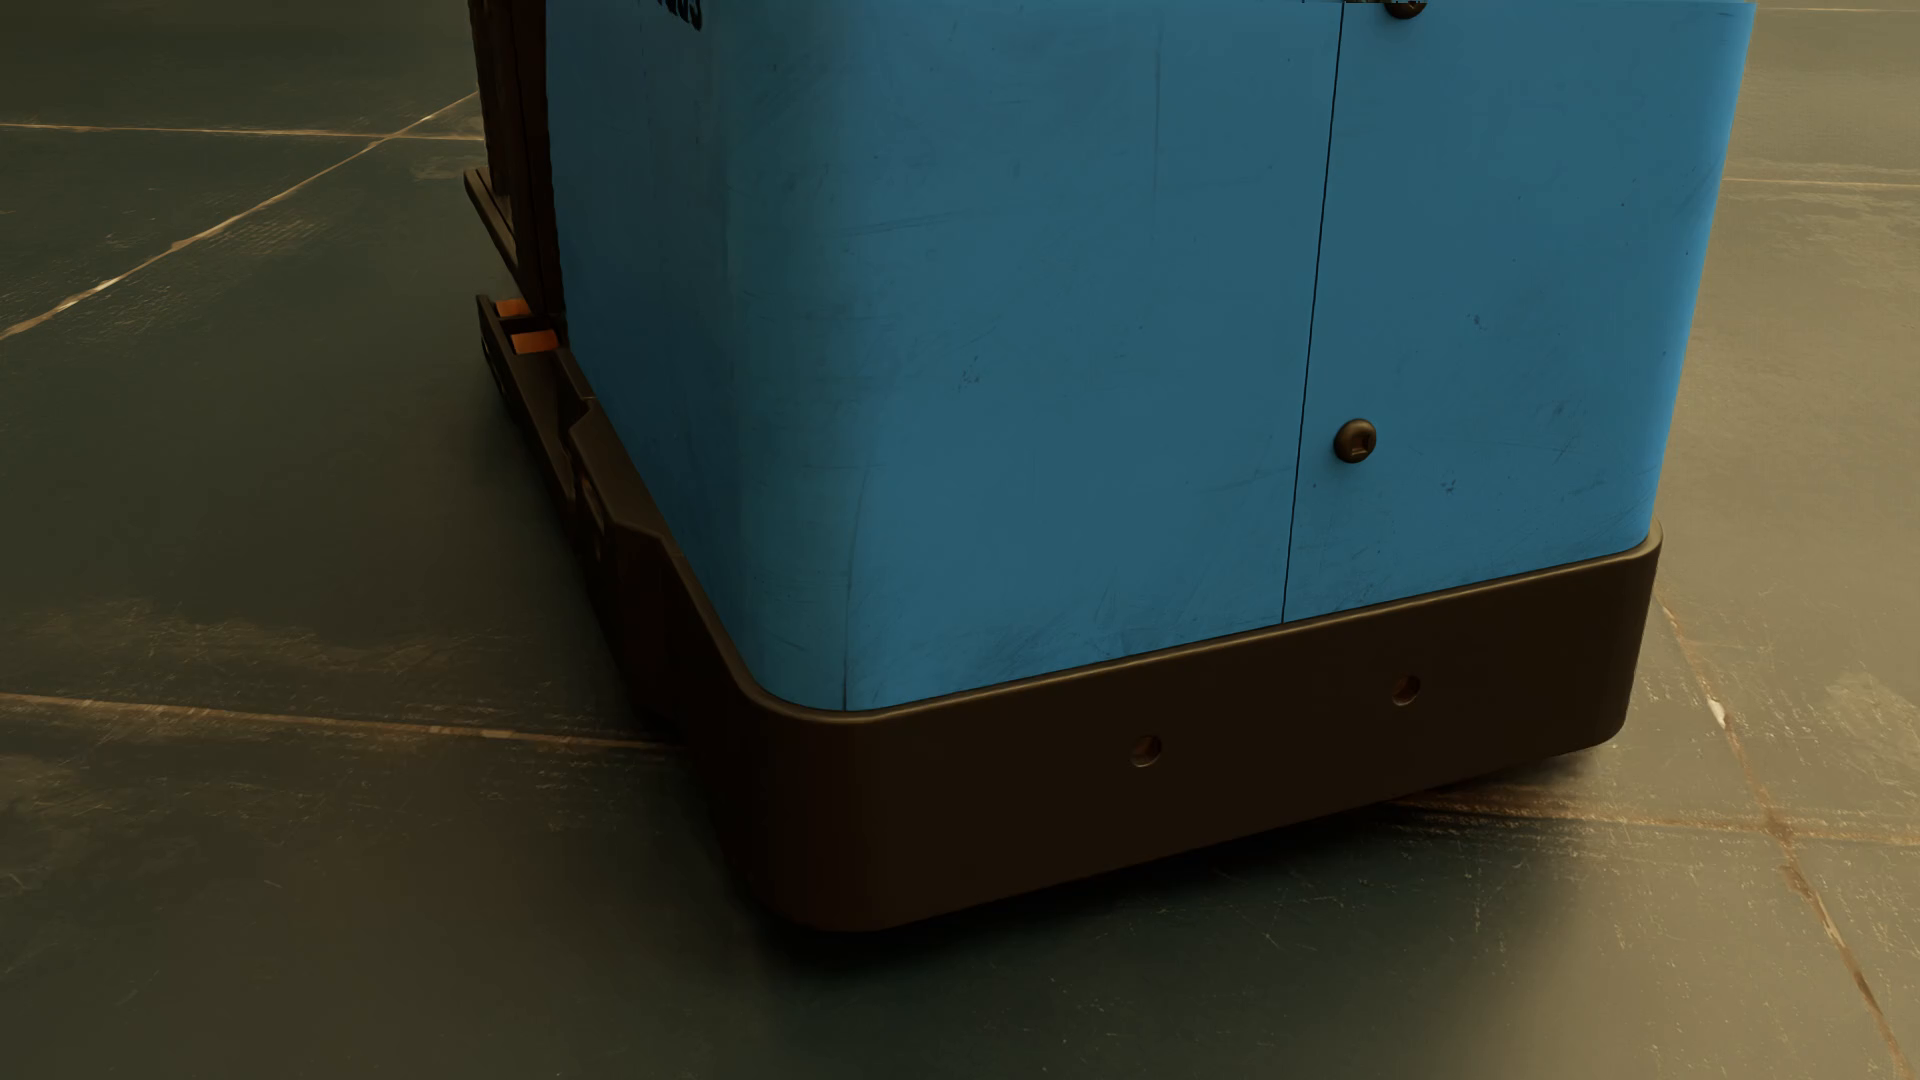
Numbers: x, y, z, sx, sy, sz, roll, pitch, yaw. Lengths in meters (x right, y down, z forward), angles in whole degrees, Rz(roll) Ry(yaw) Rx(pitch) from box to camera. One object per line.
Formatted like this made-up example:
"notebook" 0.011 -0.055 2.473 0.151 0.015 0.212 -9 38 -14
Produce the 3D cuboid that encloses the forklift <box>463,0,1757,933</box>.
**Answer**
"forklift" -0.241 -1.572 2.367 1.130 2.935 3.031 -10 28 -19
